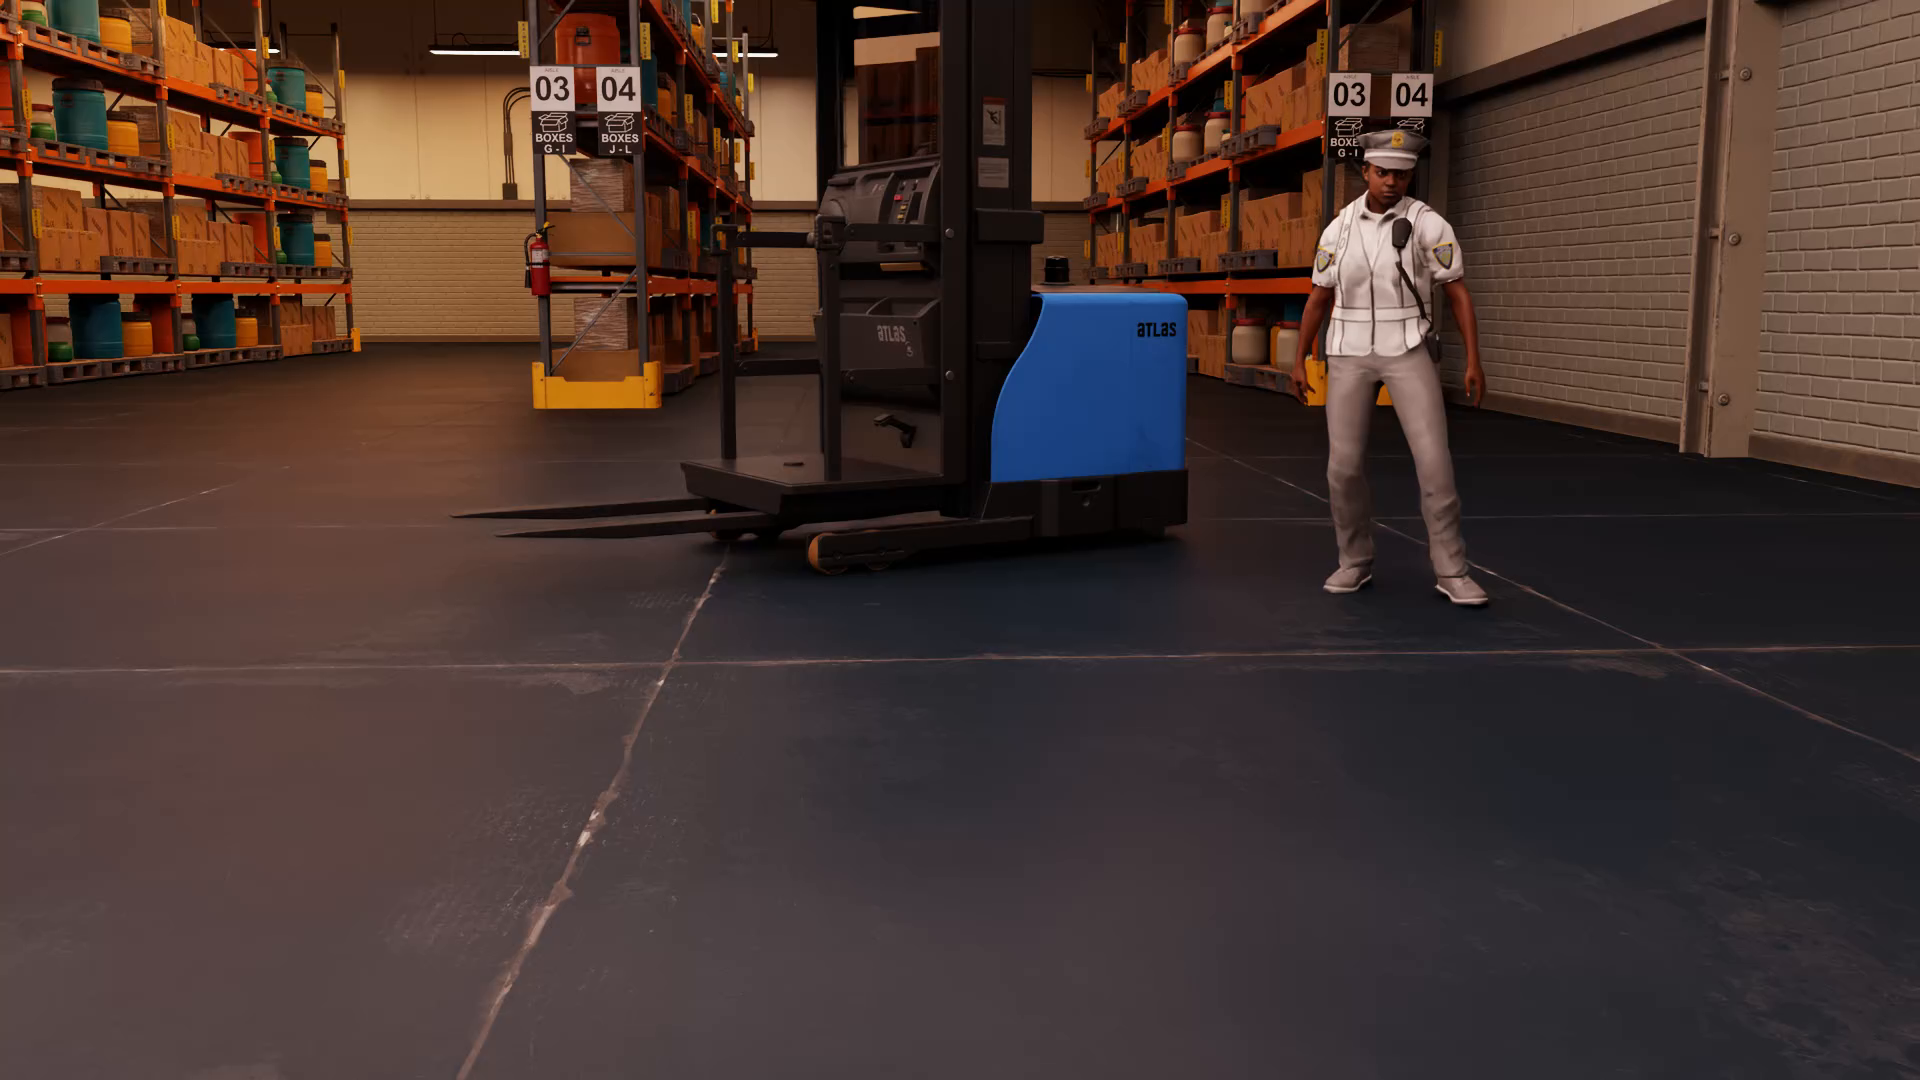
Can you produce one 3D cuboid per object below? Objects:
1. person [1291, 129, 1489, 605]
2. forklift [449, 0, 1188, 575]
[{"bbox_3d":[1.536,-0.612,5.911,0.770,1.633,0.390,4,9,26],"label":"person"},{"bbox_3d":[-0.521,-1.403,6.779,3.031,2.935,1.130,-5,10,-31],"label":"forklift"}]
